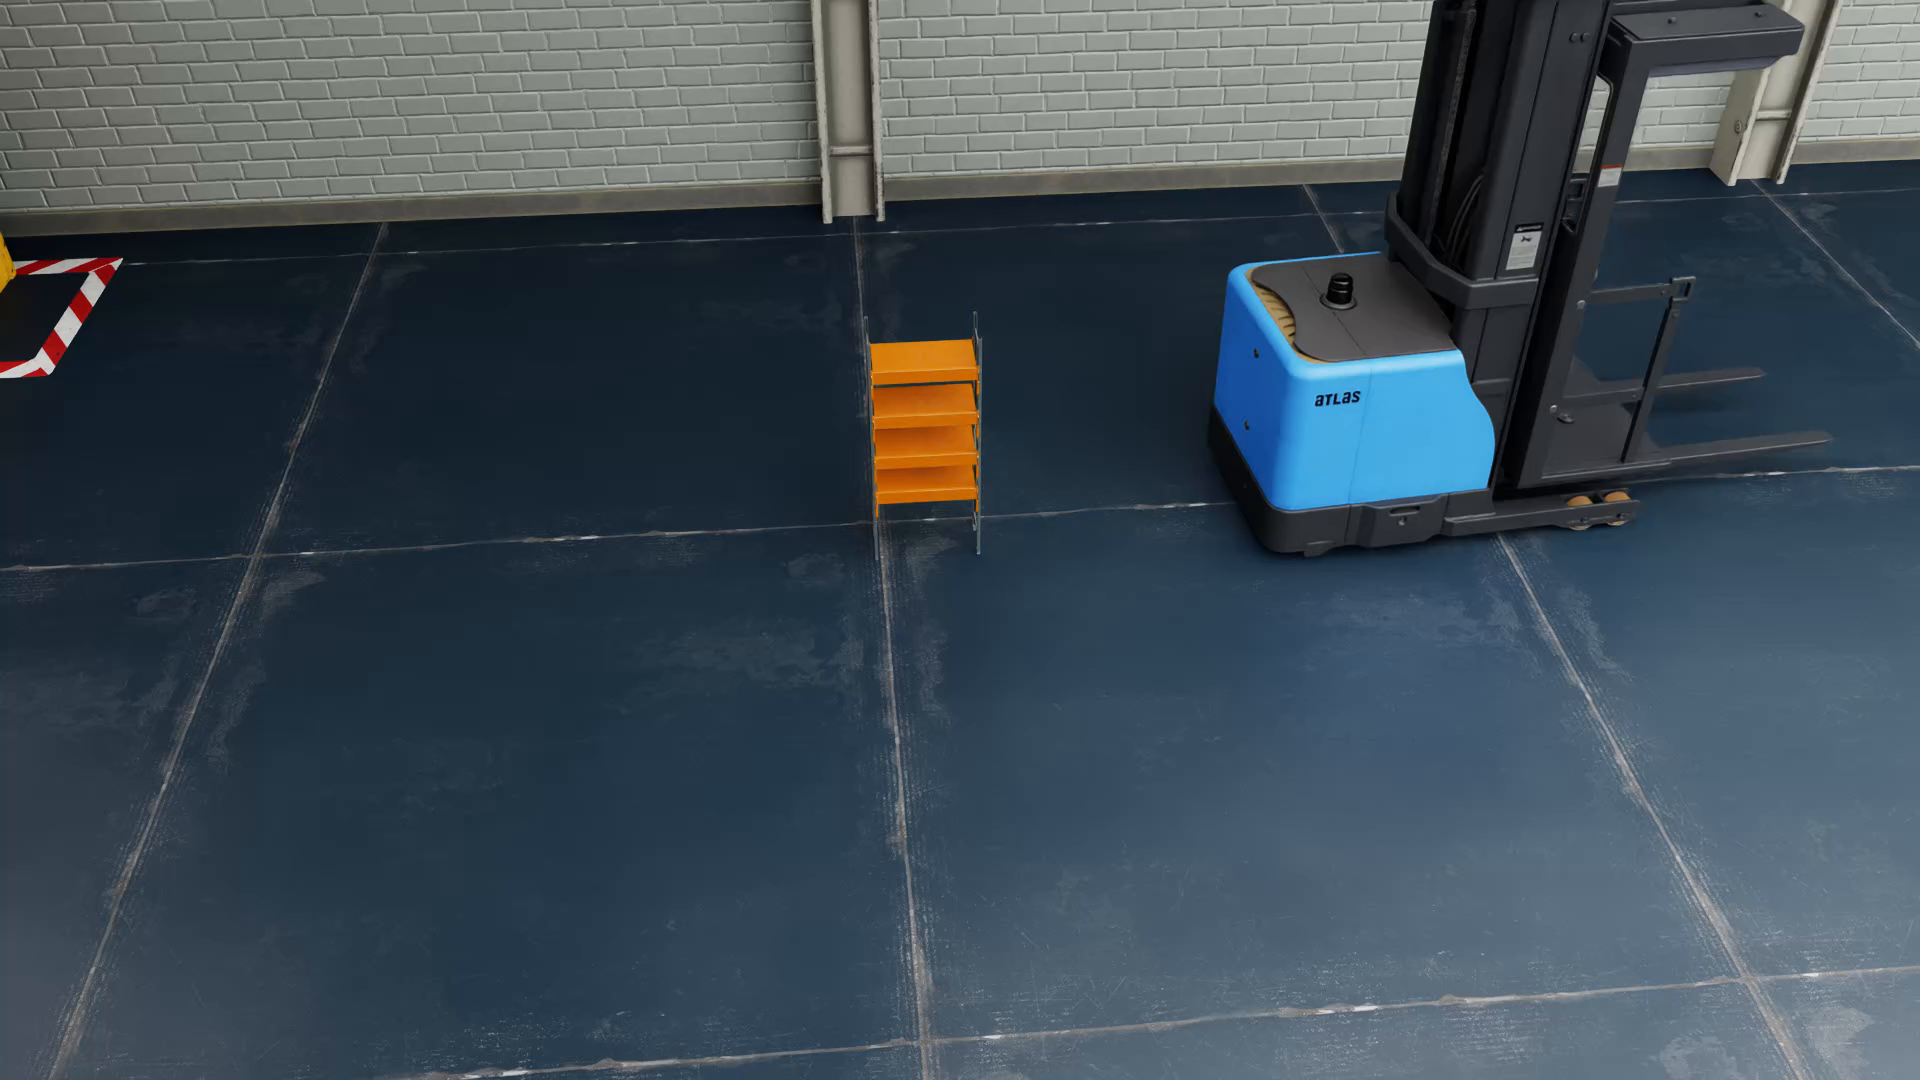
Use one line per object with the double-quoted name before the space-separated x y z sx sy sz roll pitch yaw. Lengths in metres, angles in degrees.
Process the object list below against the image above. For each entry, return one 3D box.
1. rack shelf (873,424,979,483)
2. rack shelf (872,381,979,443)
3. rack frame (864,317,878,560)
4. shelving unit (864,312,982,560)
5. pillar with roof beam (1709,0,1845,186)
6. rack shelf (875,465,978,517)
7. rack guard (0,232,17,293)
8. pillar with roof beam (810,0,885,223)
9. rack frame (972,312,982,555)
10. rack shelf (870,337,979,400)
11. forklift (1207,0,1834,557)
"rack shelf" -0.165 -0.409 7.730 0.480 0.148 0.258 -3 38 -4
"rack shelf" -0.165 -0.585 7.592 0.480 0.148 0.258 -3 38 -4
"rack frame" -0.408 -0.449 7.672 0.015 1.200 0.240 -3 38 -4
"shelving unit" -0.165 -0.462 7.689 0.503 1.200 0.258 -3 38 -4
"pillar with roof beam" 5.666 -3.338 5.038 0.400 9.000 9.100 -3 38 -4
"rack shelf" -0.165 -0.253 7.853 0.480 0.148 0.258 -3 38 -4
"rack guard" -5.871 -1.483 9.548 0.348 0.500 1.175 -3 38 -4
"pillar with roof beam" -0.310 -3.009 4.621 0.400 9.000 9.100 -3 38 -4
"rack frame" 0.078 -0.475 7.706 0.015 1.200 0.240 -3 38 -4
"rack shelf" -0.165 -0.770 7.445 0.480 0.148 0.258 -3 38 -4
"forklift" 2.846 -1.514 7.625 3.031 2.935 1.130 -7 39 -8
